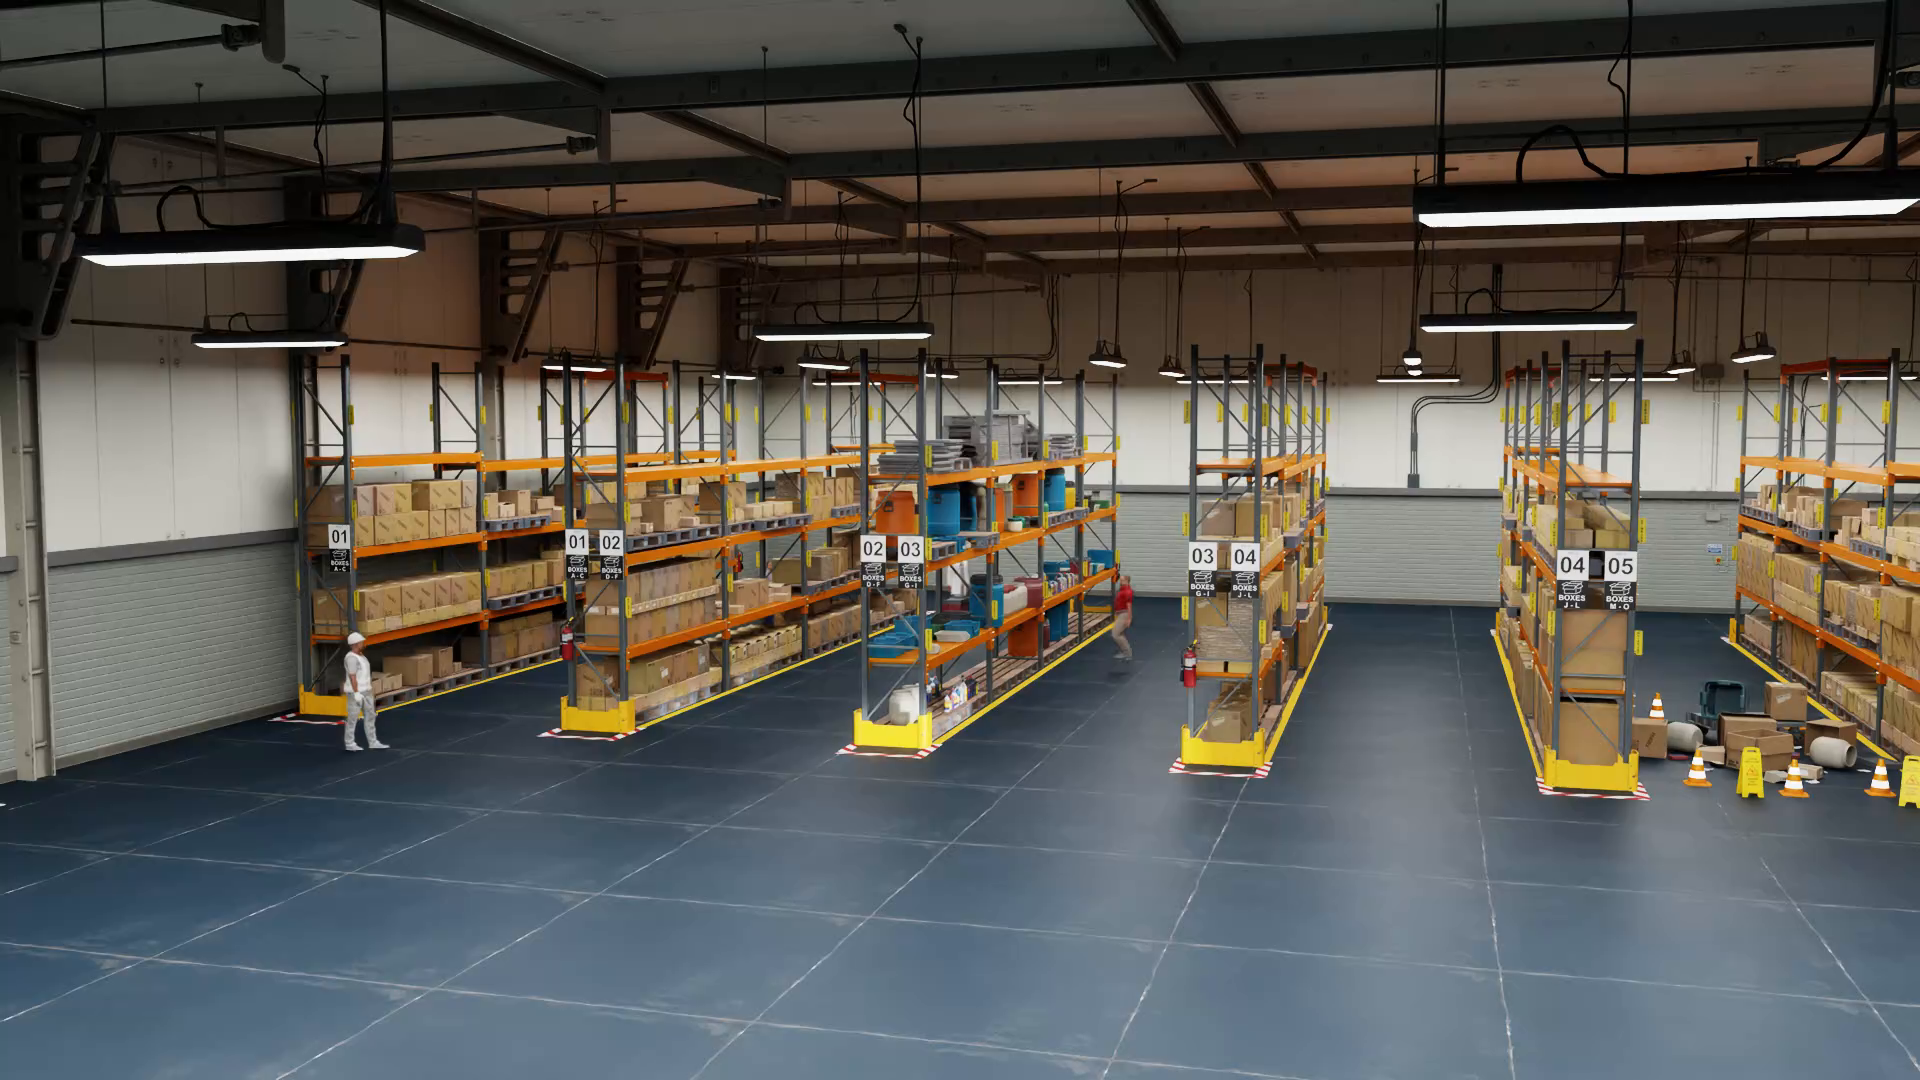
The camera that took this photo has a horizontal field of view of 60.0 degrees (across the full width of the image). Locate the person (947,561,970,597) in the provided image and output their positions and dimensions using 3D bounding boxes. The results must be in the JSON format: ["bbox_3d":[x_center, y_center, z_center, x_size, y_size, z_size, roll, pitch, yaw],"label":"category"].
[{"bbox_3d":[0.029,1.114,40.076,0.605,1.789,0.650,-4,6,-40],"label":"person"}]

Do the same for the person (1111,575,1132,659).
[{"bbox_3d":[3.156,1.512,32.504,0.448,1.677,0.623,0,4,0],"label":"person"}]

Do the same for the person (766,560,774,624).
[{"bbox_3d":[-4.339,1.303,38.463,0.487,1.670,0.513,2,5,27],"label":"person"}]

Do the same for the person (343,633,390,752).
[{"bbox_3d":[-8.898,2.266,24.752,0.603,1.785,0.563,1,4,14],"label":"person"}]
